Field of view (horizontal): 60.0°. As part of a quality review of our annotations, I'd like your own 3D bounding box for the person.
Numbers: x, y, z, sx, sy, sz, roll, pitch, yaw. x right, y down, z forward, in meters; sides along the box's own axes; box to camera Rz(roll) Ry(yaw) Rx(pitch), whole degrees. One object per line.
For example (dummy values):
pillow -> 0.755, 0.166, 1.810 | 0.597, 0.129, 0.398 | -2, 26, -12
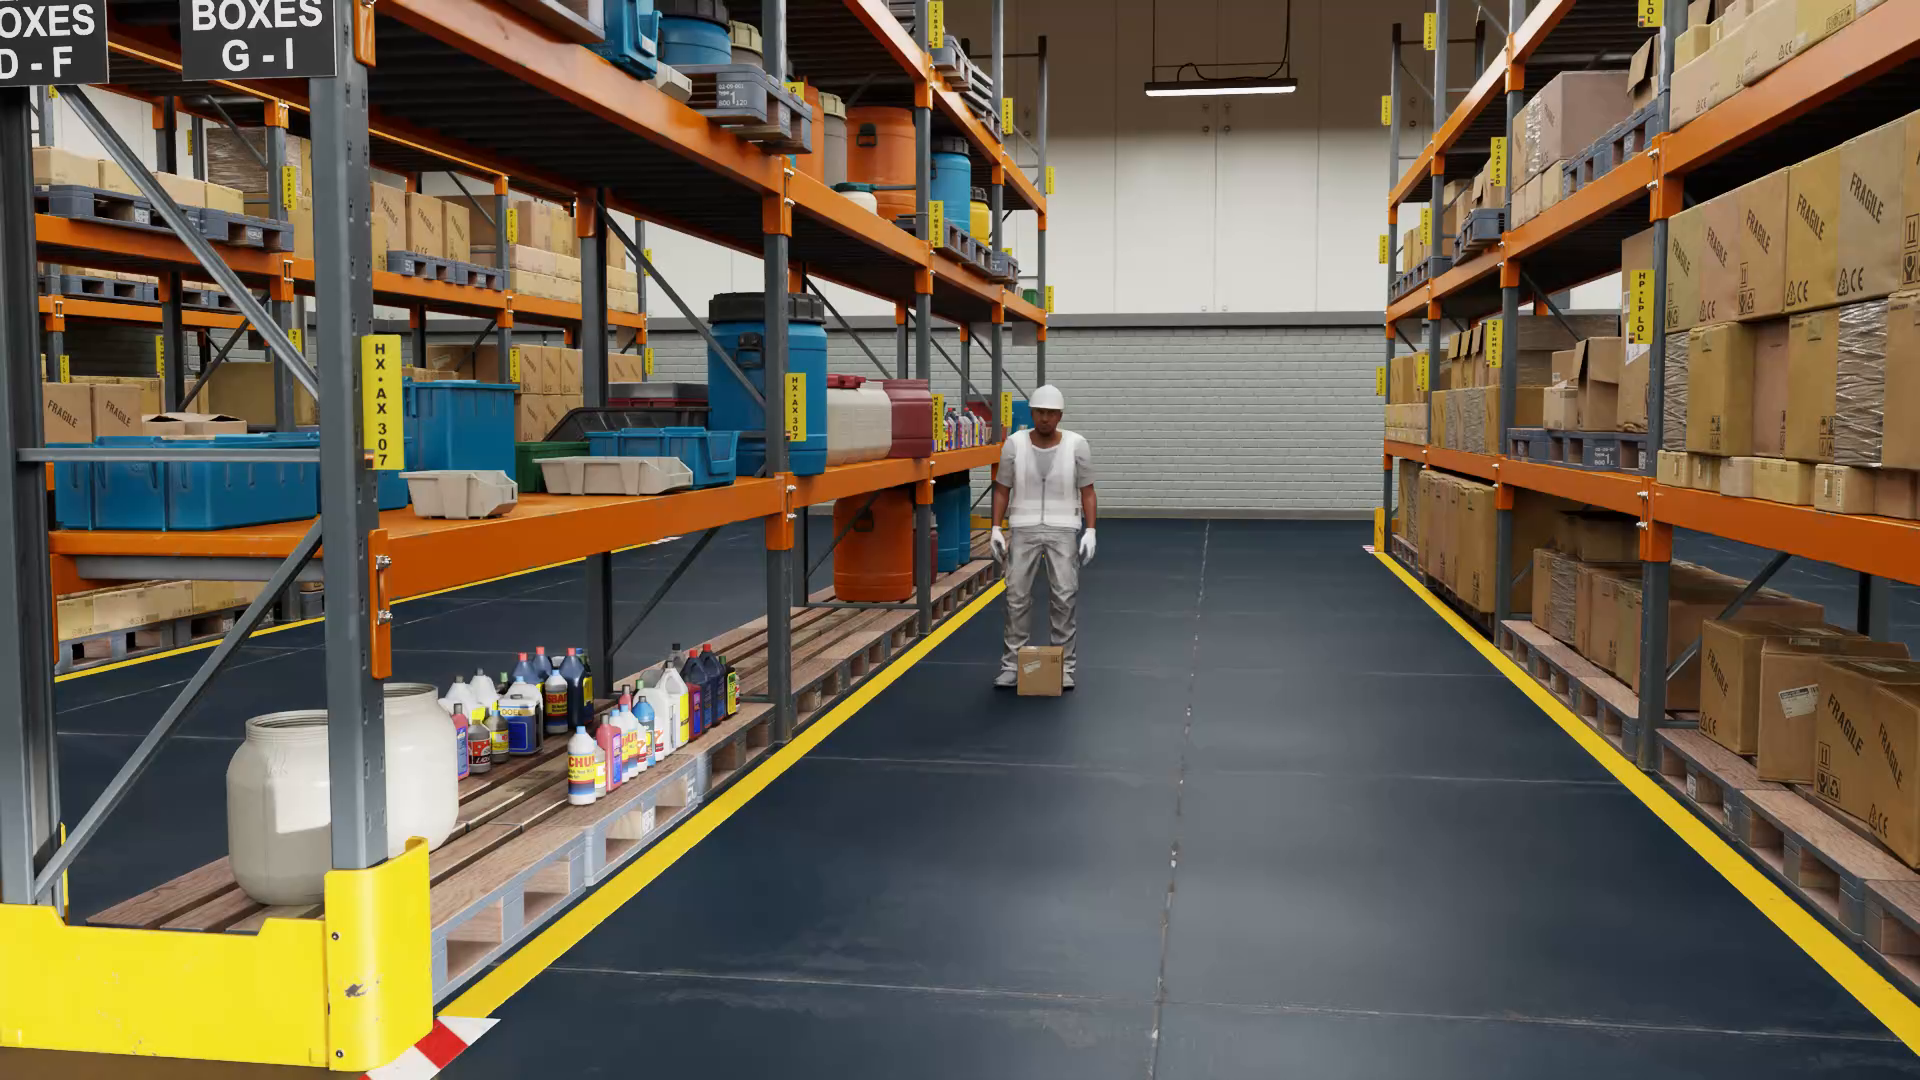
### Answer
person -> 0.491, -0.020, 9.772 | 0.628, 1.774, 0.453 | 1, 4, 8
